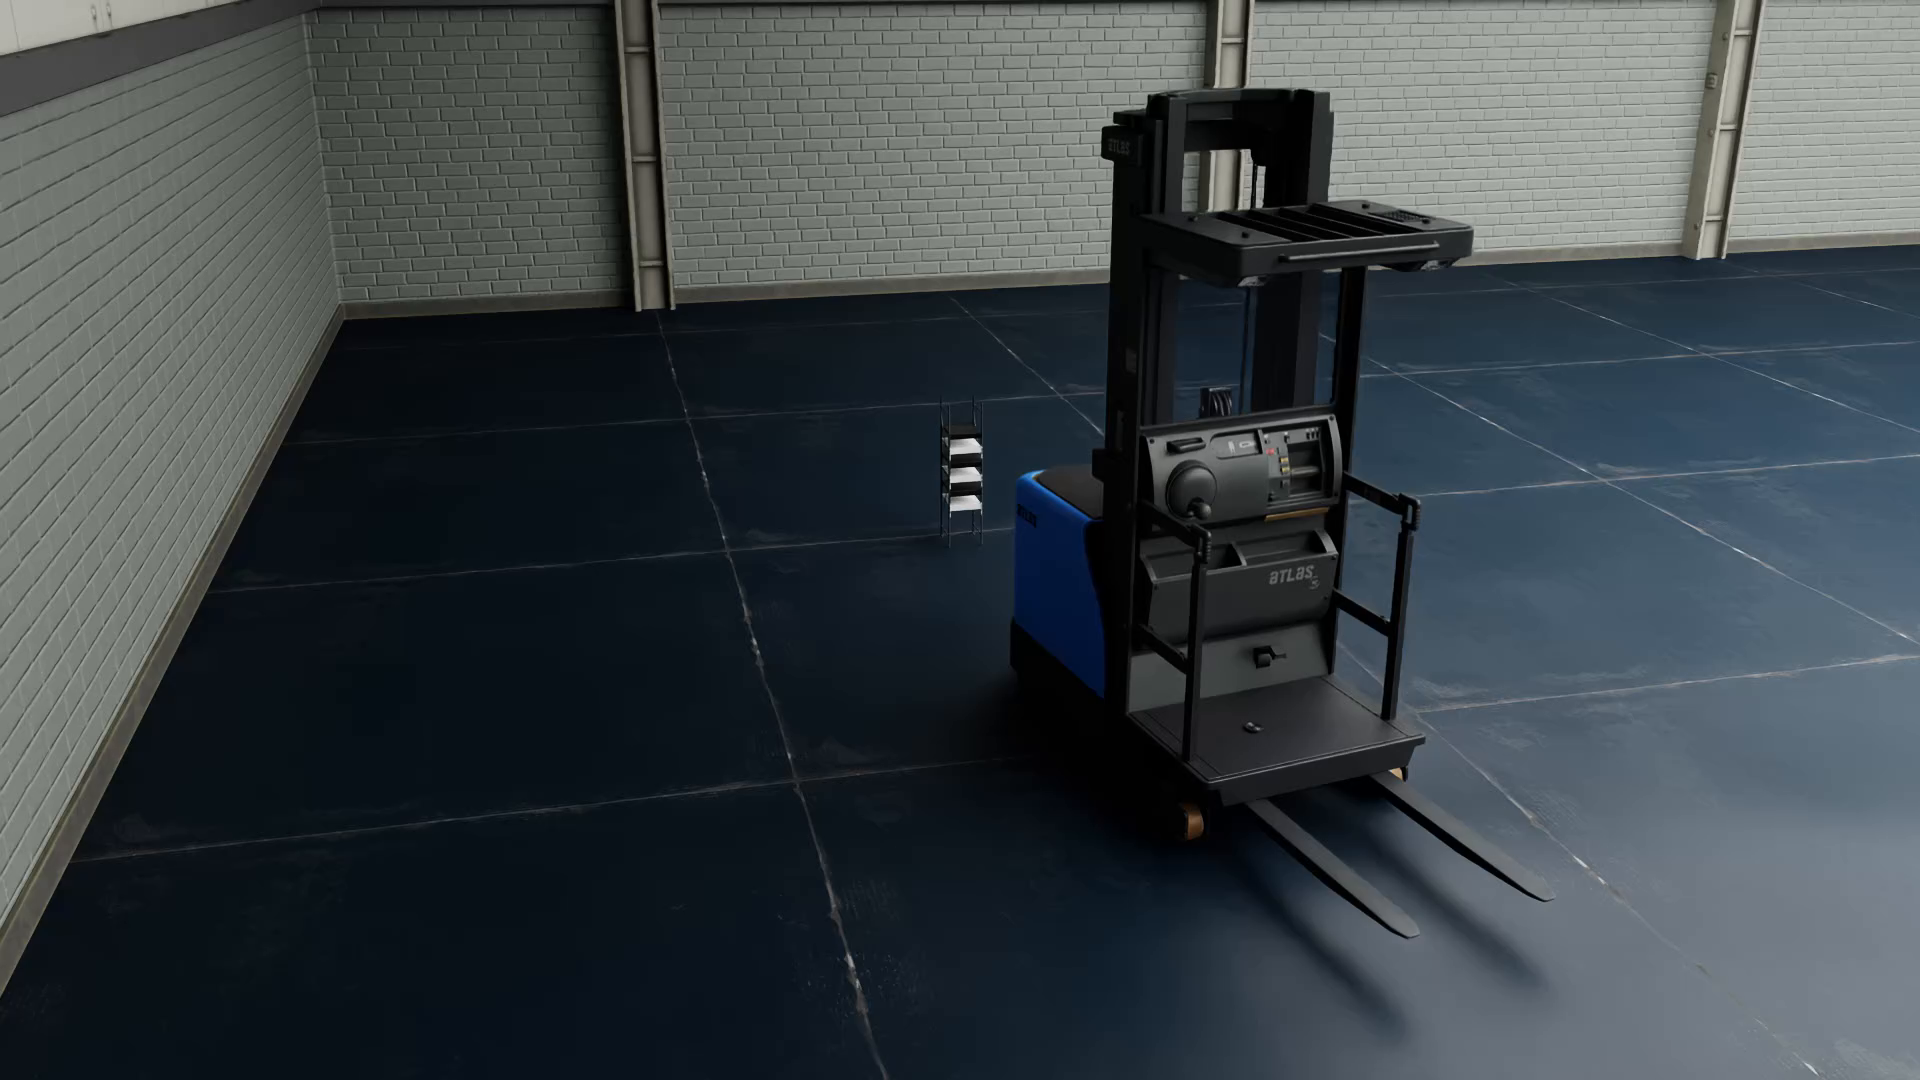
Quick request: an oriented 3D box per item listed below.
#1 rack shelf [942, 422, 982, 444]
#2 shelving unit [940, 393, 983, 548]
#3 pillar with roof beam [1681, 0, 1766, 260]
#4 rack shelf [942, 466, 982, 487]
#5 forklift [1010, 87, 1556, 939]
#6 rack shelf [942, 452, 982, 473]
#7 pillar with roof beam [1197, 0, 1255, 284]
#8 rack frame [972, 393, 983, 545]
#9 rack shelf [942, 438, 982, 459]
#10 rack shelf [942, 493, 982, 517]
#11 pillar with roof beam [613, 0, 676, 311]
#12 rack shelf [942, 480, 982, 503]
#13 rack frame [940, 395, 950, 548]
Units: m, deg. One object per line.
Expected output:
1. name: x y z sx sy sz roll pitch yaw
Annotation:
1. rack shelf: 0.008 -0.645 10.080 0.200 0.077 0.258 -5 21 -12
2. shelving unit: 0.008 -0.423 10.162 0.210 0.900 0.258 -5 21 -12
3. pillar with roof beam: 9.602 -6.071 13.806 0.400 9.000 9.100 -5 21 -12
4. rack shelf: 0.008 -0.392 10.173 0.200 0.077 0.258 -5 21 -12
5. forklift: 1.292 -0.292 6.852 1.130 2.935 3.031 -8 22 -21
6. rack shelf: 0.008 -0.476 10.142 0.200 0.077 0.258 -5 21 -12
7. pillar with roof beam: 3.763 -5.596 12.510 0.400 9.000 9.100 -5 21 -12
8. rack frame: 0.107 -0.431 10.184 0.006 0.900 0.240 -5 21 -12
9. rack shelf: 0.008 -0.561 10.111 0.200 0.077 0.258 -5 21 -12
10. rack shelf: 0.008 -0.223 10.235 0.200 0.077 0.258 -5 21 -12
11. pillar with roof beam: -2.076 -5.122 11.213 0.400 9.000 9.100 -5 21 -12
12. rack shelf: 0.008 -0.307 10.204 0.200 0.077 0.258 -5 21 -12
13. rack frame: -0.091 -0.415 10.140 0.006 0.900 0.240 -5 21 -12
